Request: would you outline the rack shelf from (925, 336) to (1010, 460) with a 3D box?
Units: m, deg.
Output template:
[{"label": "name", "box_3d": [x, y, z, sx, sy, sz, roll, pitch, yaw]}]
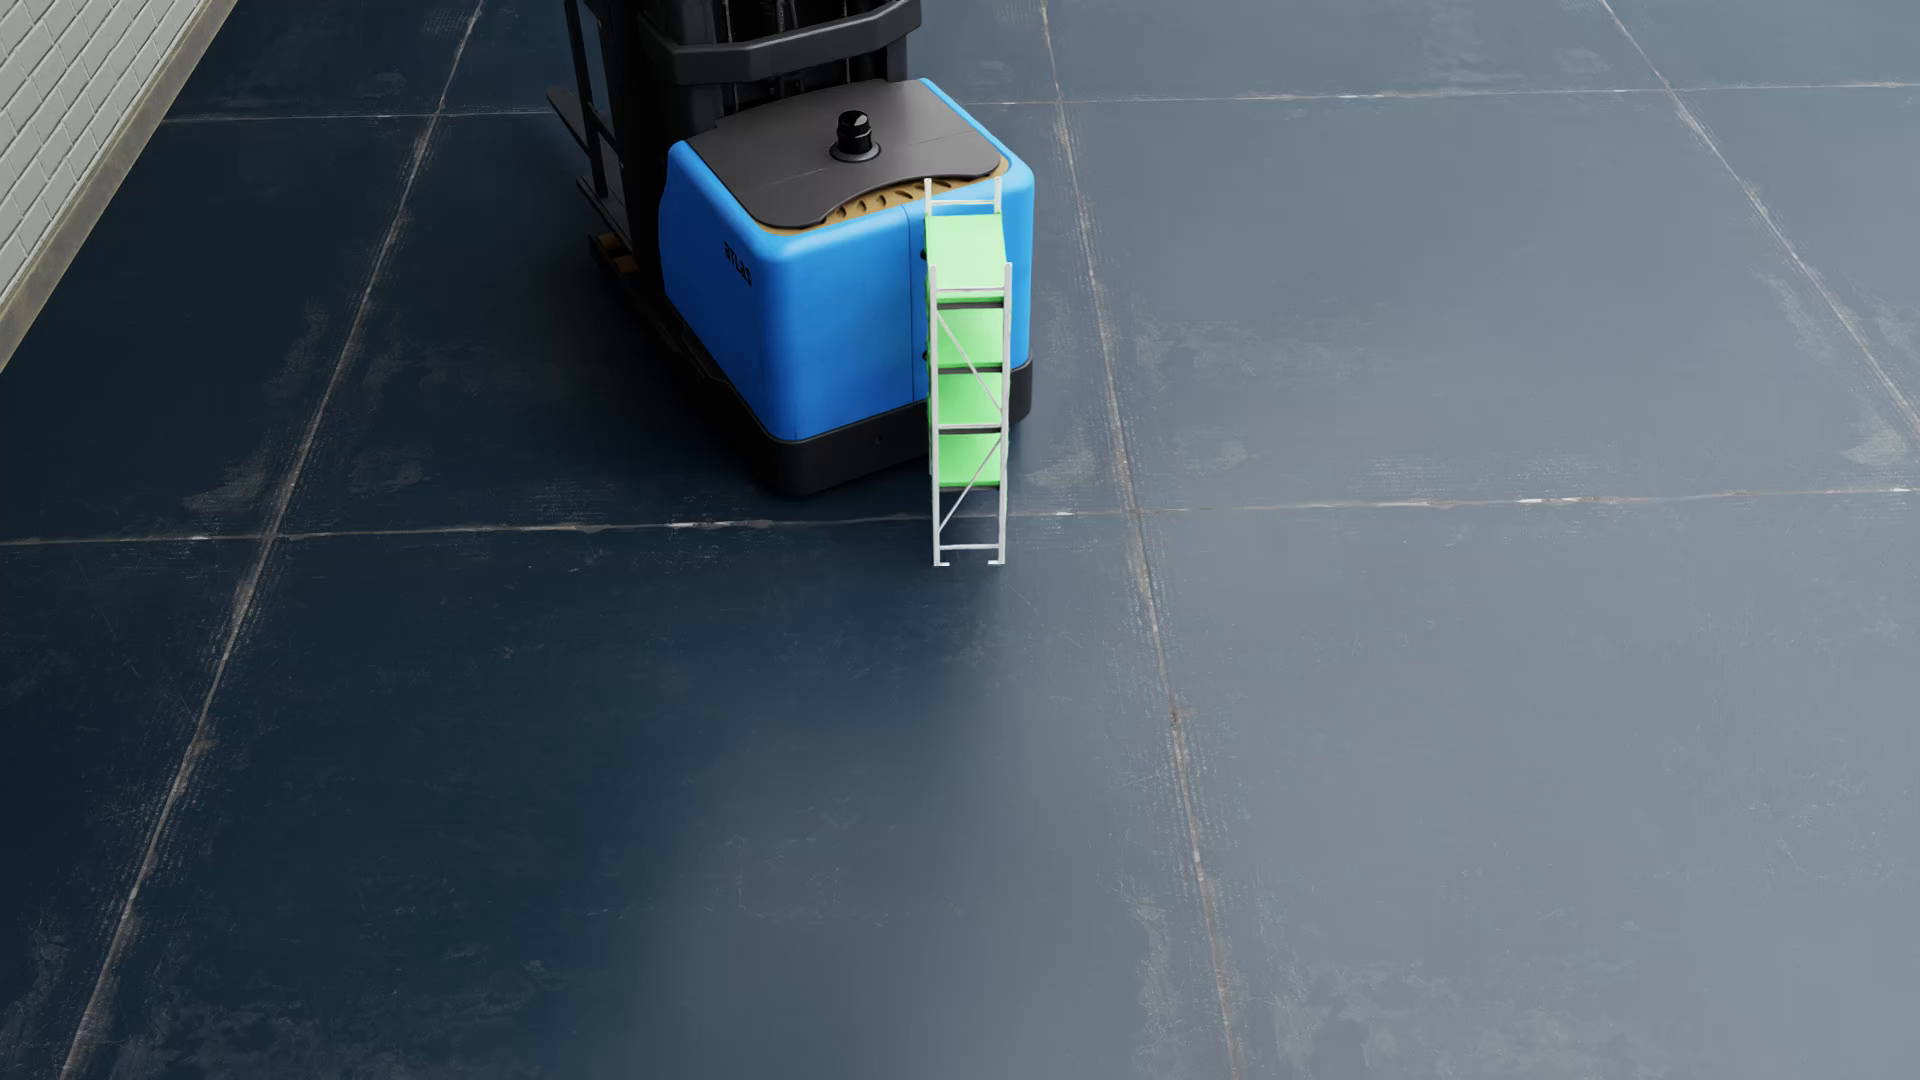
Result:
[{"label": "rack shelf", "box_3d": [0.020, -0.475, 5.475, 0.258, 0.148, 0.480, -2, 43, -2]}]

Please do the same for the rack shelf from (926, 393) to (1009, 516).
[{"label": "rack shelf", "box_3d": [0.020, -0.298, 5.637, 0.258, 0.148, 0.480, -2, 43, -2]}]

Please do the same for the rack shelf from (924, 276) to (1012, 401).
[{"label": "rack shelf", "box_3d": [0.020, -0.652, 5.313, 0.258, 0.148, 0.480, -2, 43, -2]}]

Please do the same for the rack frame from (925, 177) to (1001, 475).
[{"label": "rack frame", "box_3d": [0.009, -0.687, 5.612, 0.240, 1.200, 0.015, -2, 43, -2]}]

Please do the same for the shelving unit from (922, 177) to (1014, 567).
[{"label": "shelving unit", "box_3d": [0.020, -0.522, 5.432, 0.258, 1.200, 0.503, -2, 43, -2]}]

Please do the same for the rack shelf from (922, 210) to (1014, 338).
[{"label": "rack shelf", "box_3d": [0.020, -0.829, 5.151, 0.258, 0.148, 0.480, -2, 43, -2]}]

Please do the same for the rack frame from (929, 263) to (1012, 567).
[{"label": "rack frame", "box_3d": [0.031, -0.358, 5.252, 0.240, 1.200, 0.015, -2, 43, -2]}]

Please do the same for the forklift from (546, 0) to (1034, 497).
[{"label": "forklift", "box_3d": [-0.889, -2.219, 6.002, 1.130, 2.935, 3.031, -21, 46, -21]}]
